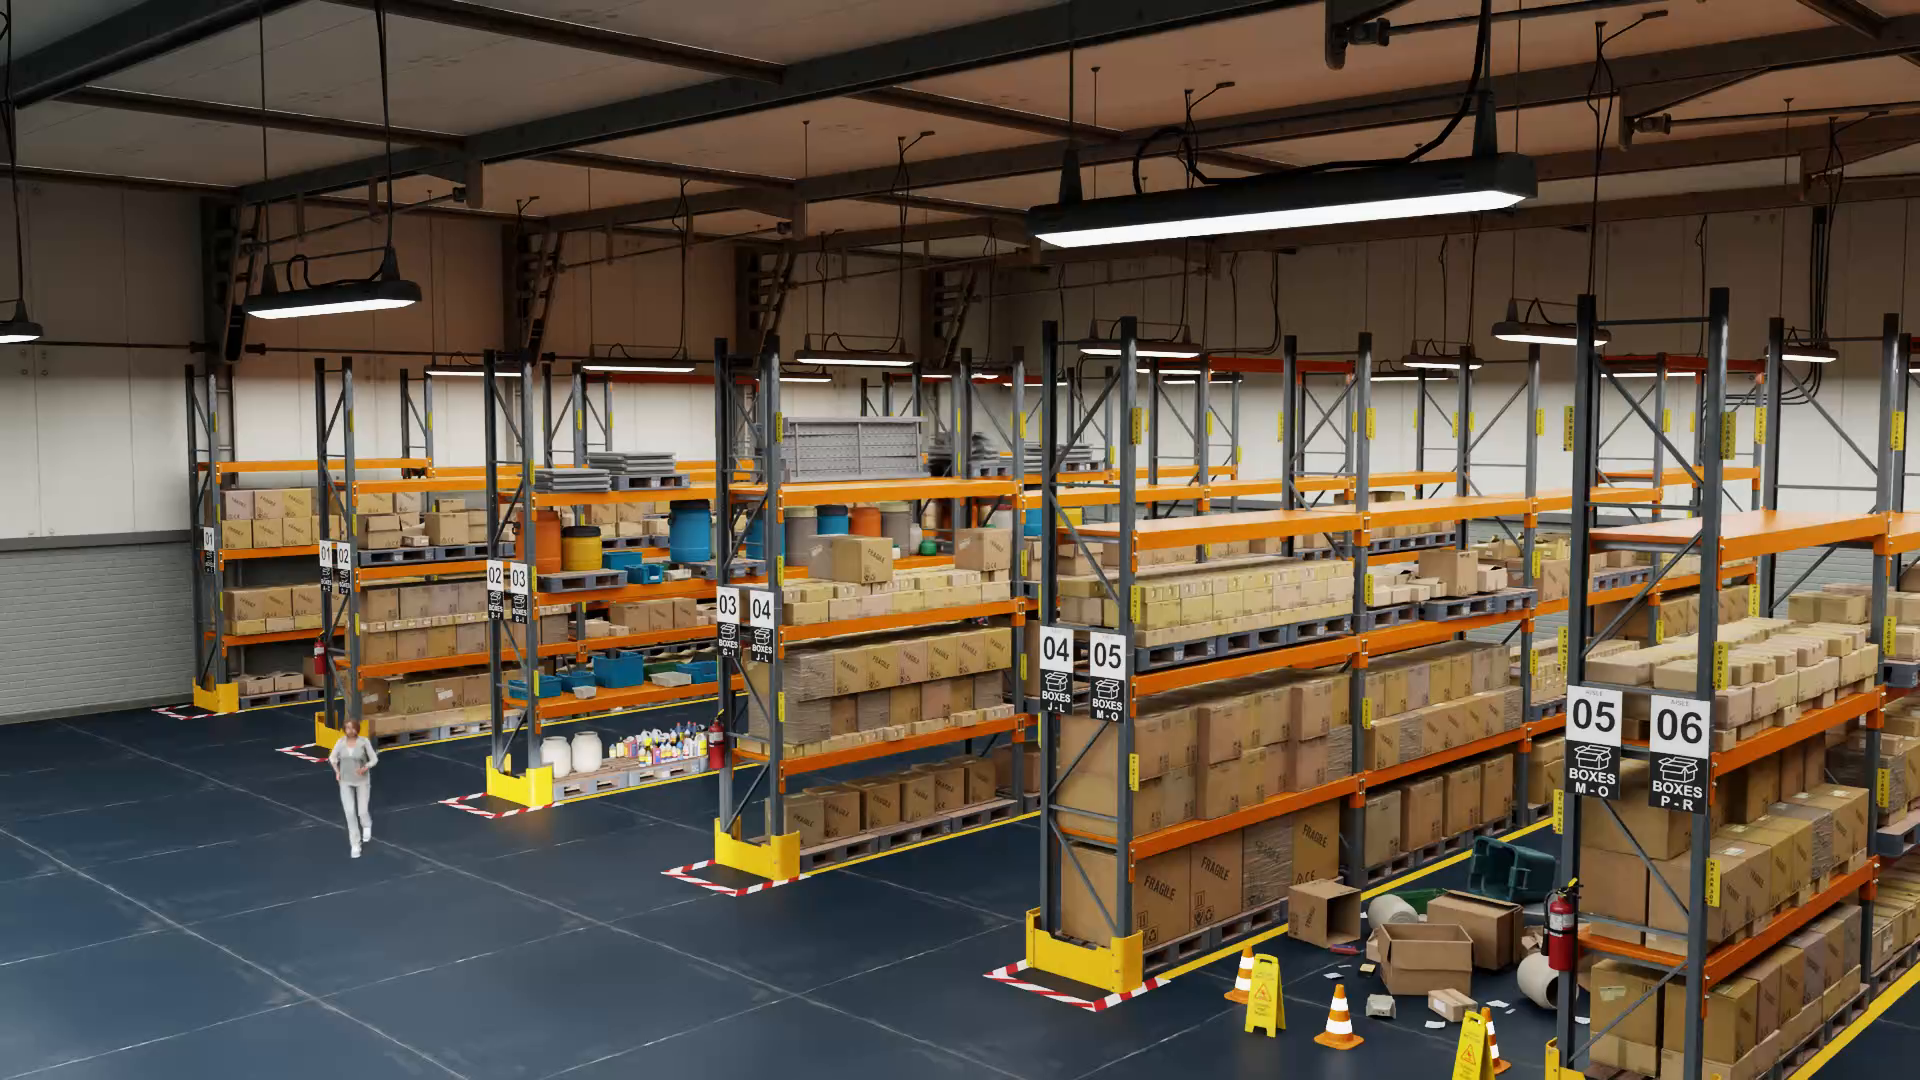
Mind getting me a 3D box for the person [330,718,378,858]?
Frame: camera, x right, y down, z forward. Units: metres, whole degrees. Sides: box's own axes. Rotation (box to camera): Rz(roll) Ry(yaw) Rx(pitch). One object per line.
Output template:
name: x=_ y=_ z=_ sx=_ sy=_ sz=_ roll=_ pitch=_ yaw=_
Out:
person: x=-7.128 y=2.874 z=19.558 sx=0.548 sy=1.596 sz=0.747 roll=-1 pitch=5 yaw=-14
